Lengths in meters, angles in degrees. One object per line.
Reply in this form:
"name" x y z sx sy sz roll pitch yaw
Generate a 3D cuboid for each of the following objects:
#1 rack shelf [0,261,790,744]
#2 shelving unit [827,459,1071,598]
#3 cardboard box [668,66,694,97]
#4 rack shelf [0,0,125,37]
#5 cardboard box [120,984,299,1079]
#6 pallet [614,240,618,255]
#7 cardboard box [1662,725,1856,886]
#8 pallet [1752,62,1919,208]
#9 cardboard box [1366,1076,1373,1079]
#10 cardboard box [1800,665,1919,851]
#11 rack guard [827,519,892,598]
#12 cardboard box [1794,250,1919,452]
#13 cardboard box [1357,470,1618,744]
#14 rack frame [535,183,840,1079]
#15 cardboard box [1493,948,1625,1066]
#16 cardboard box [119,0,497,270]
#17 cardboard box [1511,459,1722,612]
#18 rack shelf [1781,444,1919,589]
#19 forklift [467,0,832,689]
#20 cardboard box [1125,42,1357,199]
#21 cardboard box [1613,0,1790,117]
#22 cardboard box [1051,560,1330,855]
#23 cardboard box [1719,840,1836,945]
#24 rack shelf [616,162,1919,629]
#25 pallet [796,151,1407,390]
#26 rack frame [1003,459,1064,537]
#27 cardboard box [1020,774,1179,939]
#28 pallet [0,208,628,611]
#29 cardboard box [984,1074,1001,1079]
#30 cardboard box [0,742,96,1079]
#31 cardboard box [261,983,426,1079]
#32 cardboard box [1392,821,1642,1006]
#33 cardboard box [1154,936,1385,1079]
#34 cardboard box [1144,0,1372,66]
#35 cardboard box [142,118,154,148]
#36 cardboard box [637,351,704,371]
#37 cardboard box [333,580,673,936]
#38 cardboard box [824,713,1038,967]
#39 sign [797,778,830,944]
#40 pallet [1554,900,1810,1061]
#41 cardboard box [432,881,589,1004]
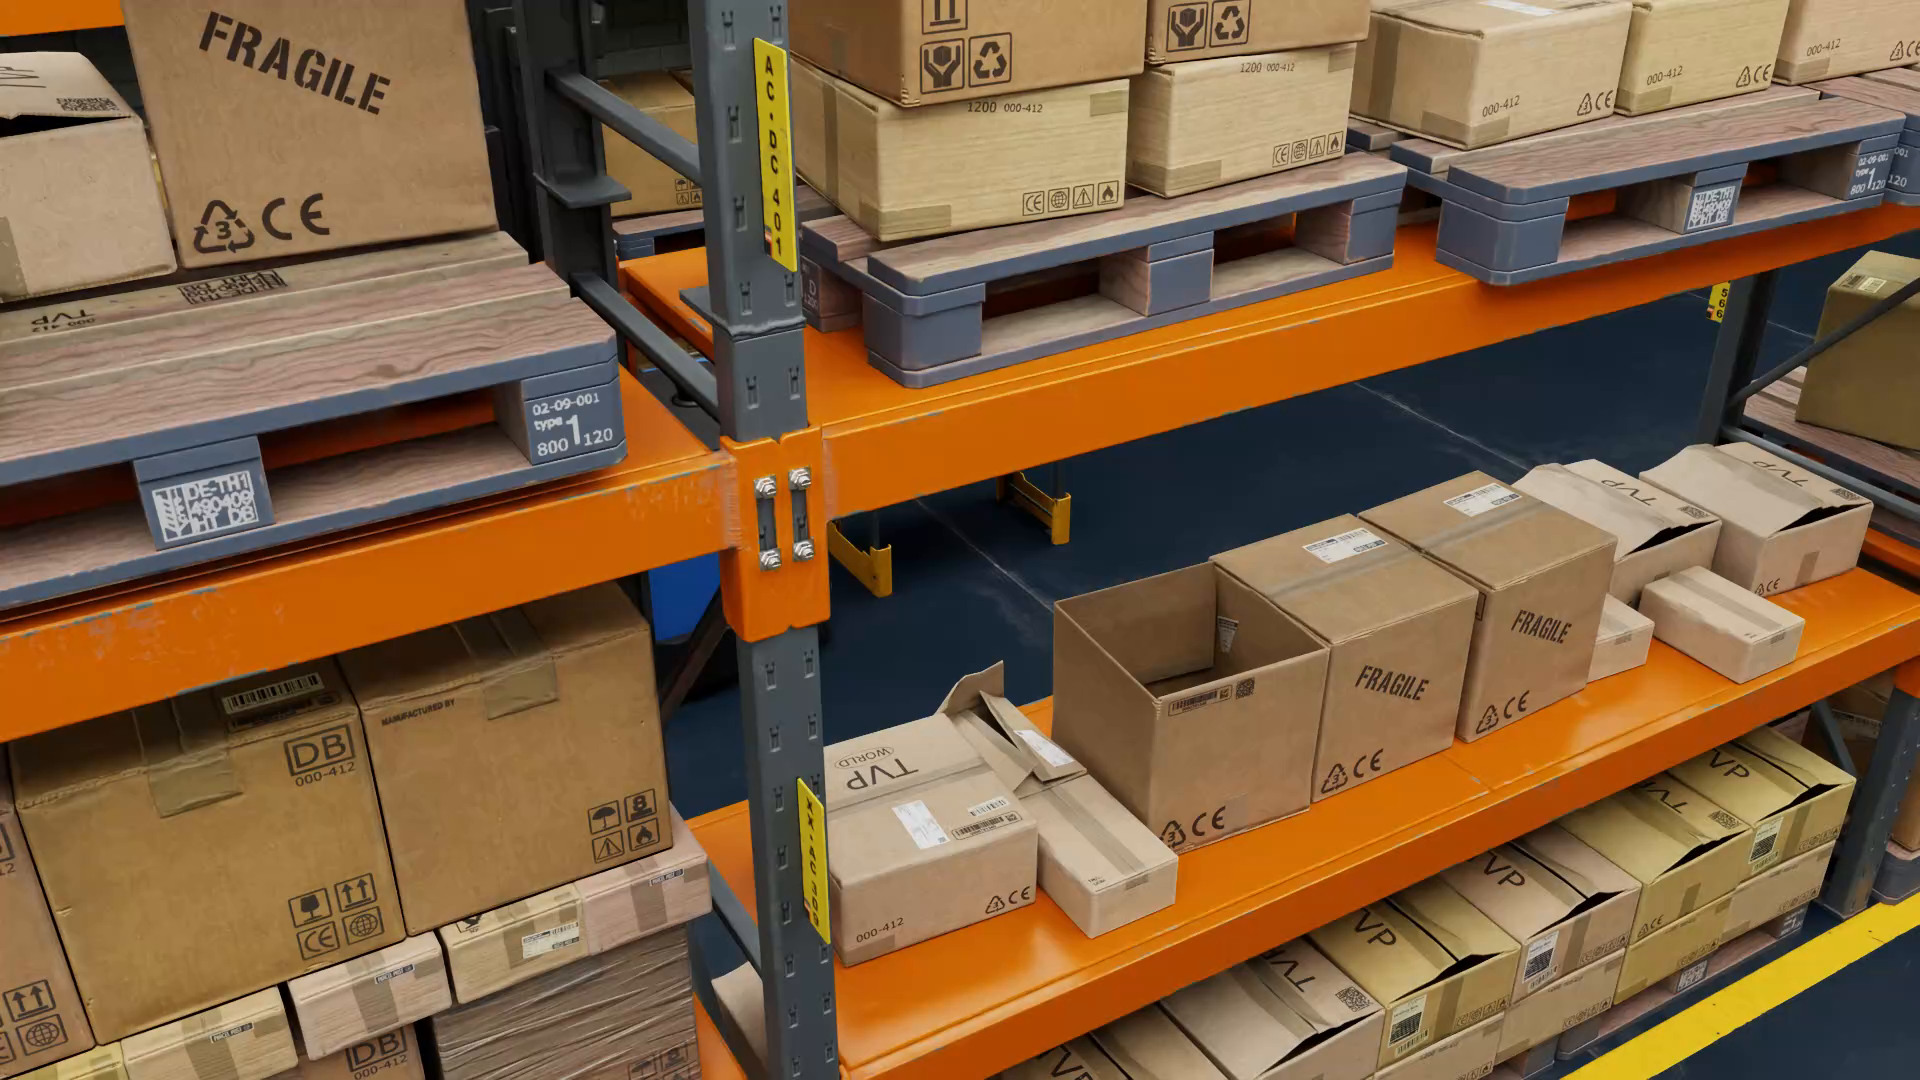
"rack shelf" -2.278 0.272 2.292 4.000 0.370 1.077 -16 33 -26
"shelving unit" -0.066 -0.638 7.854 1.083 1.500 0.587 -16 33 -26
"cardboard box" -1.080 -2.064 8.326 0.500 0.500 0.700 -16 33 -26
"rack shelf" -4.790 -1.791 6.030 4.000 0.370 1.077 -16 33 -26
"cardboard box" -1.344 0.799 2.924 0.250 0.149 0.380 -16 33 -26
"pallet" -2.333 -1.324 7.744 1.213 0.211 1.003 -16 33 -26
"cardboard box" 2.569 0.807 5.514 0.500 0.311 0.500 -15 32 -25
"pallet" 2.356 -1.225 4.457 1.003 0.211 1.213 -14 32 -24
"cardboard box" 0.807 1.553 4.743 0.500 0.250 0.500 -17 33 -28
"cardboard box" 3.433 0.711 5.989 0.500 0.500 0.500 -14 32 -24
"rack guard" -0.495 0.031 7.935 0.087 0.250 0.587 -16 33 -26
"cardboard box" 3.381 -0.627 5.743 0.700 0.500 0.500 22 36 34
"cardboard box" 1.457 0.176 4.724 0.500 0.500 0.500 -18 34 -29
"rack frame" -0.553 0.781 3.730 0.127 3.000 1.000 -16 33 -26
"cardboard box" 1.688 1.302 5.198 0.500 0.250 0.500 -15 32 -25
"cardboard box" -1.121 -0.808 2.822 0.500 0.500 0.500 -13 31 -22
"cardboard box" 2.026 -0.021 5.276 0.500 0.311 0.500 -16 33 -27
"rack shelf" 4.620 -0.373 6.566 4.000 0.370 1.077 -16 33 -26
"forklift" -2.093 -0.631 6.360 3.031 2.935 1.130 -16 33 -27
"cardboard box" 0.455 -0.933 3.452 0.500 0.250 0.500 -19 34 -31
"cardboard box" 1.591 -1.224 3.980 0.500 0.250 0.500 -17 33 -27
"cardboard box" 0.571 0.427 4.268 0.500 0.500 0.500 -13 32 -23
"cardboard box" 2.565 1.052 5.650 0.500 0.250 0.500 -15 32 -25
"rack shelf" 1.171 -0.707 4.067 4.000 0.370 1.077 -16 33 -26
"pallet" 0.201 -0.670 3.453 1.217 0.209 0.805 -17 33 -28
"rack frame" 0.365 -0.760 8.075 0.032 1.500 0.500 -16 33 -26
"cardboard box" 0.314 0.759 4.030 0.250 0.149 0.380 -16 33 -26
"pallet" -1.276 -0.274 2.629 1.213 0.211 1.003 -16 33 -26
"cardboard box" -0.071 1.558 4.153 0.500 0.311 0.500 -16 33 -26
"cardboard box" -1.800 0.527 2.745 0.500 0.500 0.700 -16 33 -26
"cardboard box" -1.384 0.980 3.266 0.500 0.500 0.700 -16 33 -27
"cardboard box" 1.687 1.059 5.057 0.500 0.311 0.500 -16 33 -27
"cardboard box" 0.809 1.310 4.602 0.500 0.311 0.500 -17 33 -28
"cardboard box" 0.478 -1.262 3.273 0.500 0.500 0.500 -13 31 -22
"cardboard box" -3.577 -1.525 7.268 0.500 0.500 0.500 -17 33 -27
"cardboard box" -1.559 -0.823 8.768 0.500 0.500 0.700 -15 32 -26
"cardboard box" -0.933 0.280 3.191 0.500 0.500 0.700 -16 33 -26
"cardboard box" -0.151 0.708 4.018 0.500 0.250 0.500 -14 32 -23
"sign" -0.271 0.598 3.084 0.005 0.325 0.100 -16 33 -26
"pallet" 2.166 1.208 5.843 1.213 0.211 1.003 -16 33 -26
"cardboard box" -0.893 0.669 3.159 0.250 0.149 0.380 -17 33 -27
